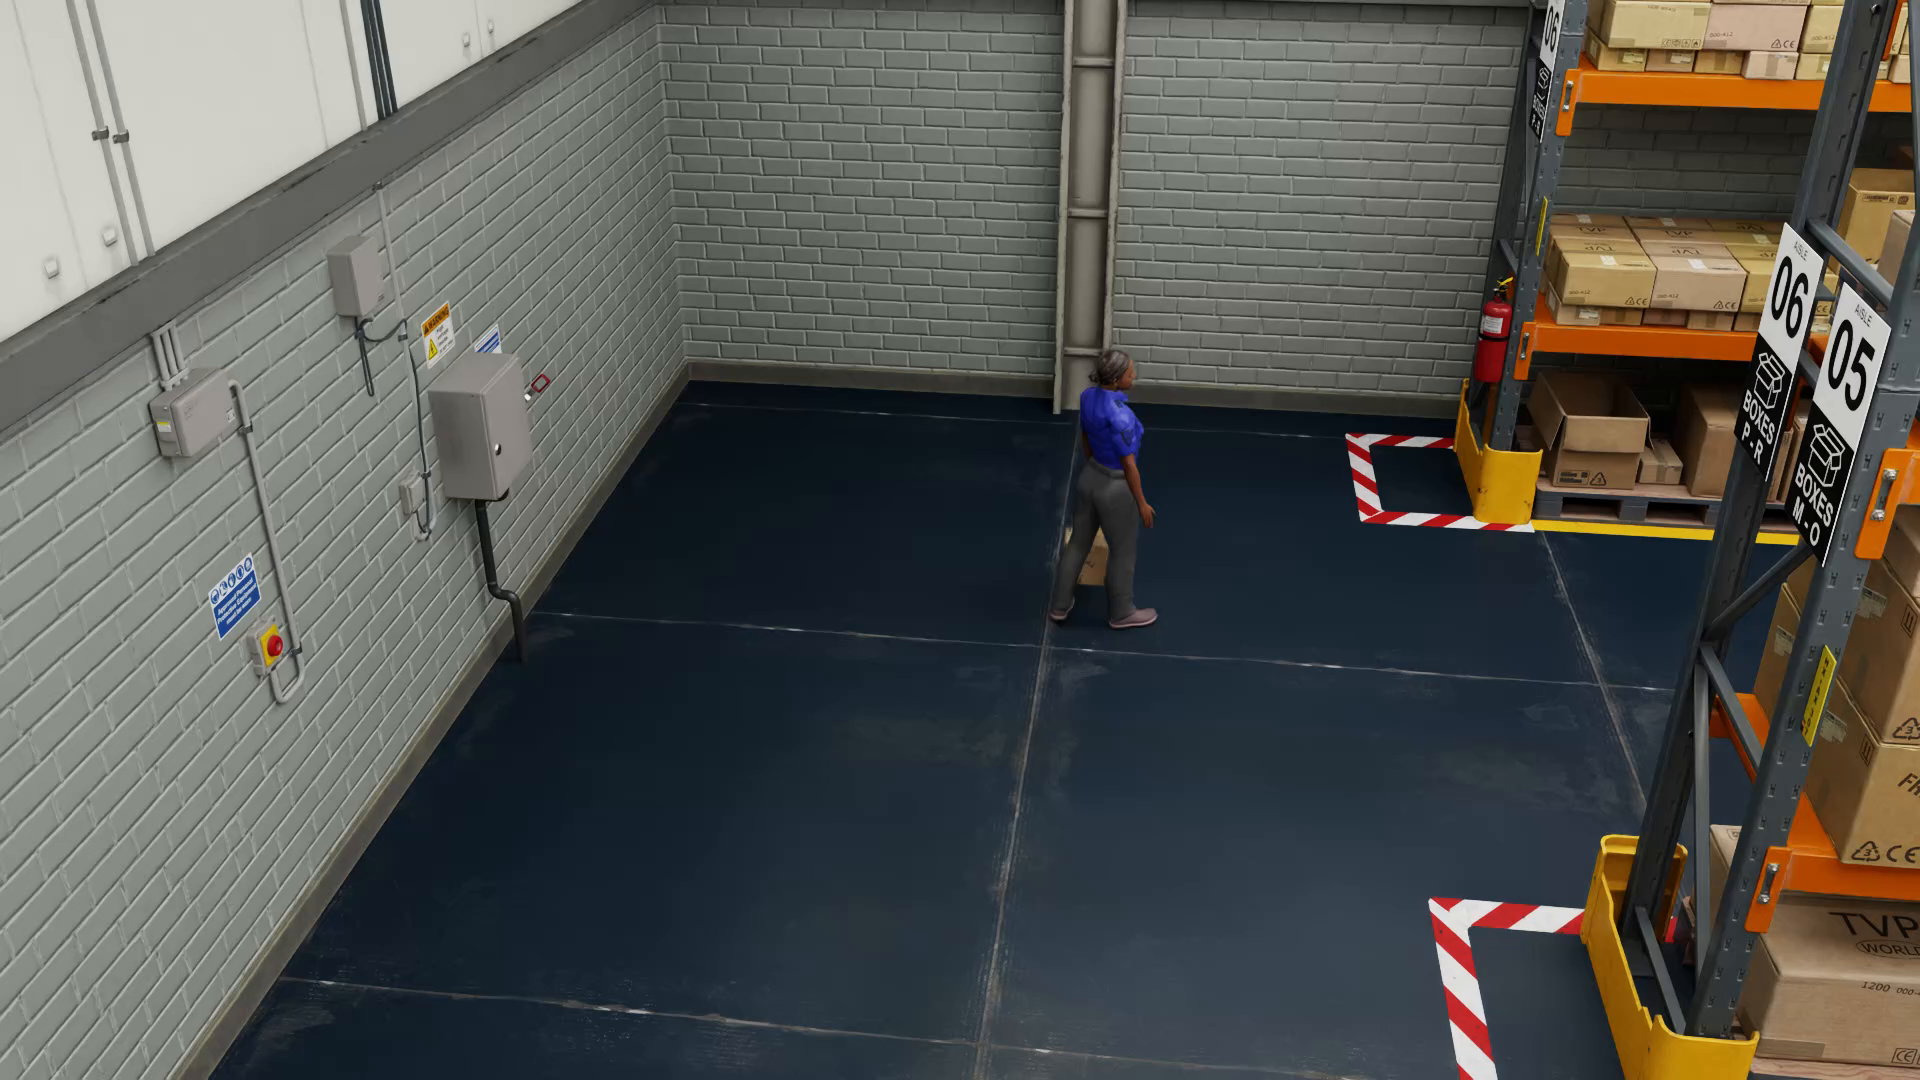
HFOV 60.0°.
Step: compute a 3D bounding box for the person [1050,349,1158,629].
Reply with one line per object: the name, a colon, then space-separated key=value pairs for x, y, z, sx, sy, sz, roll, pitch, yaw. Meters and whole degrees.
person: x=0.817 y=-0.271 z=9.115 sx=0.554 sy=1.653 sz=0.609 roll=-16 pitch=32 yaw=-27
